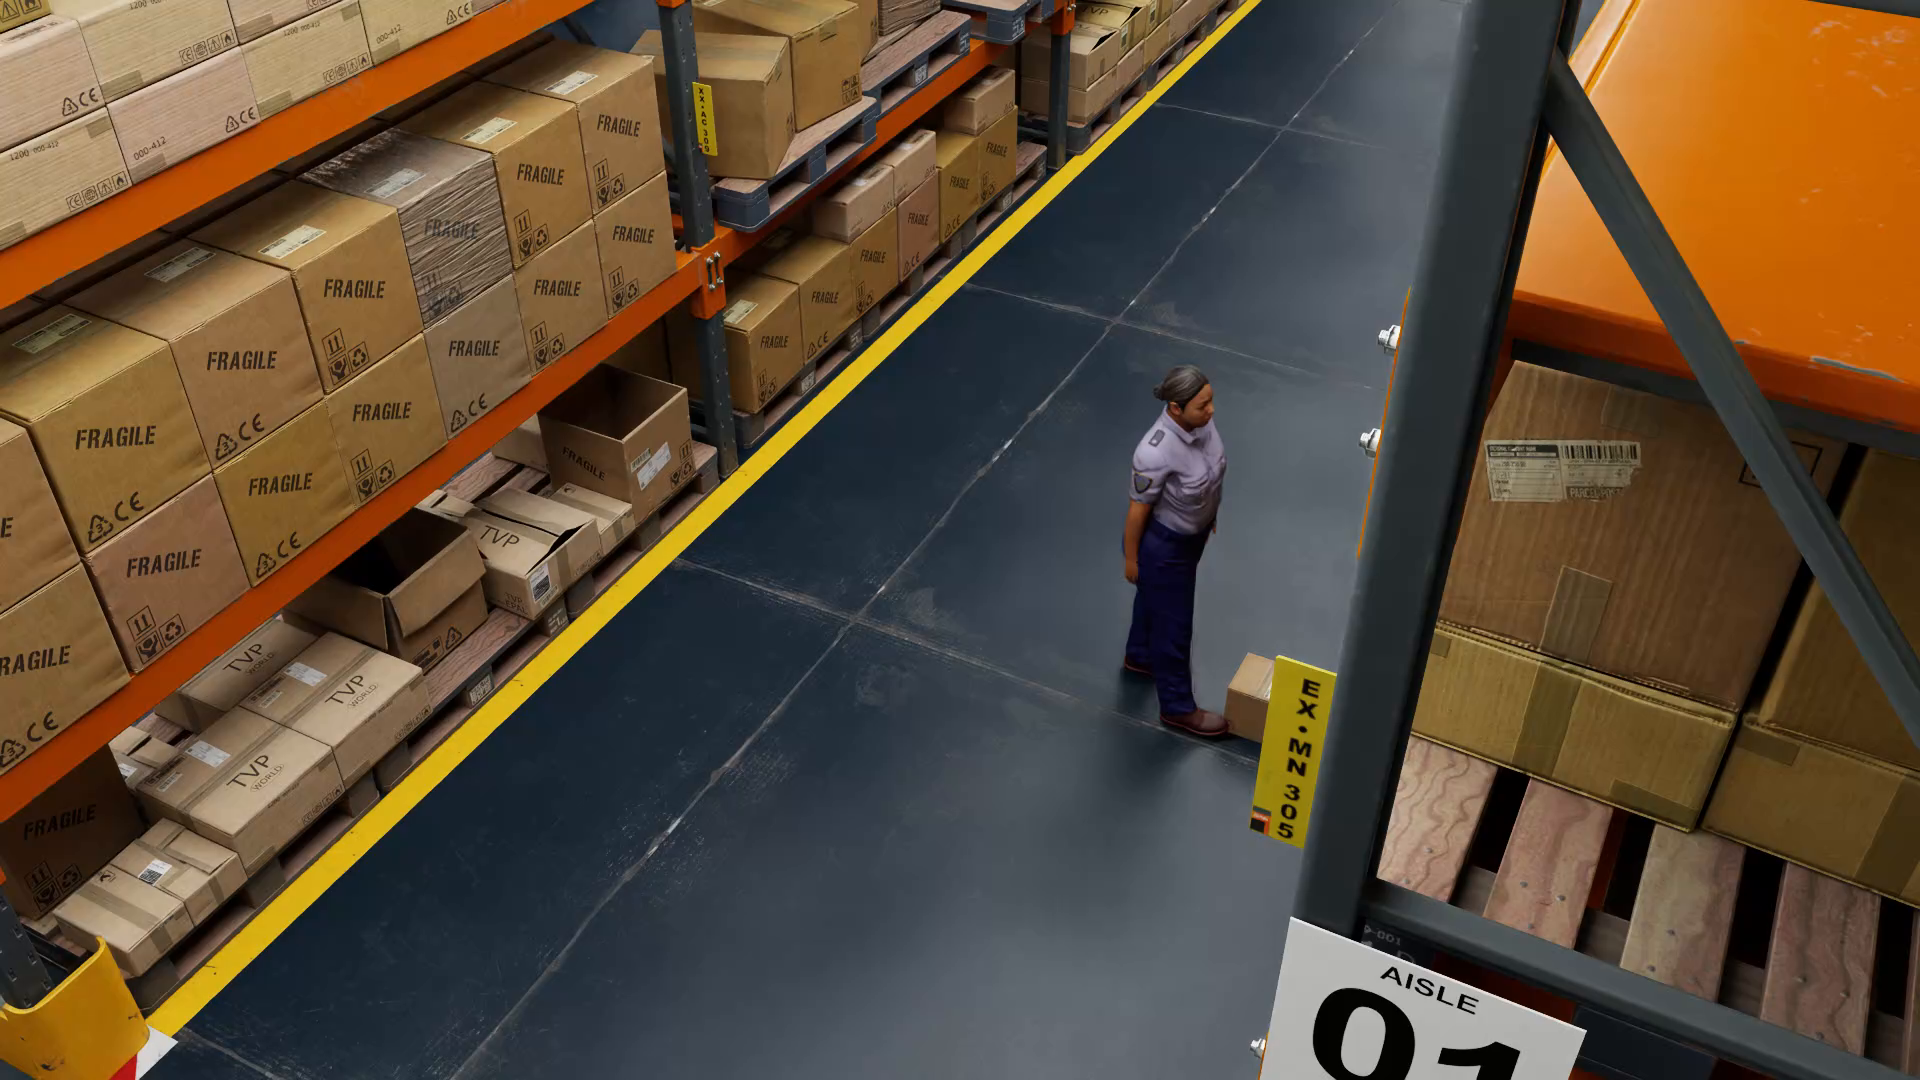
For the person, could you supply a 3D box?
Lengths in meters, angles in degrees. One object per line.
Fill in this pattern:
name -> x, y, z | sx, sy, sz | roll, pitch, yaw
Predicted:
person -> 0.953, 0.017, 6.732 | 0.569, 1.642, 0.480 | 18, 42, 22
